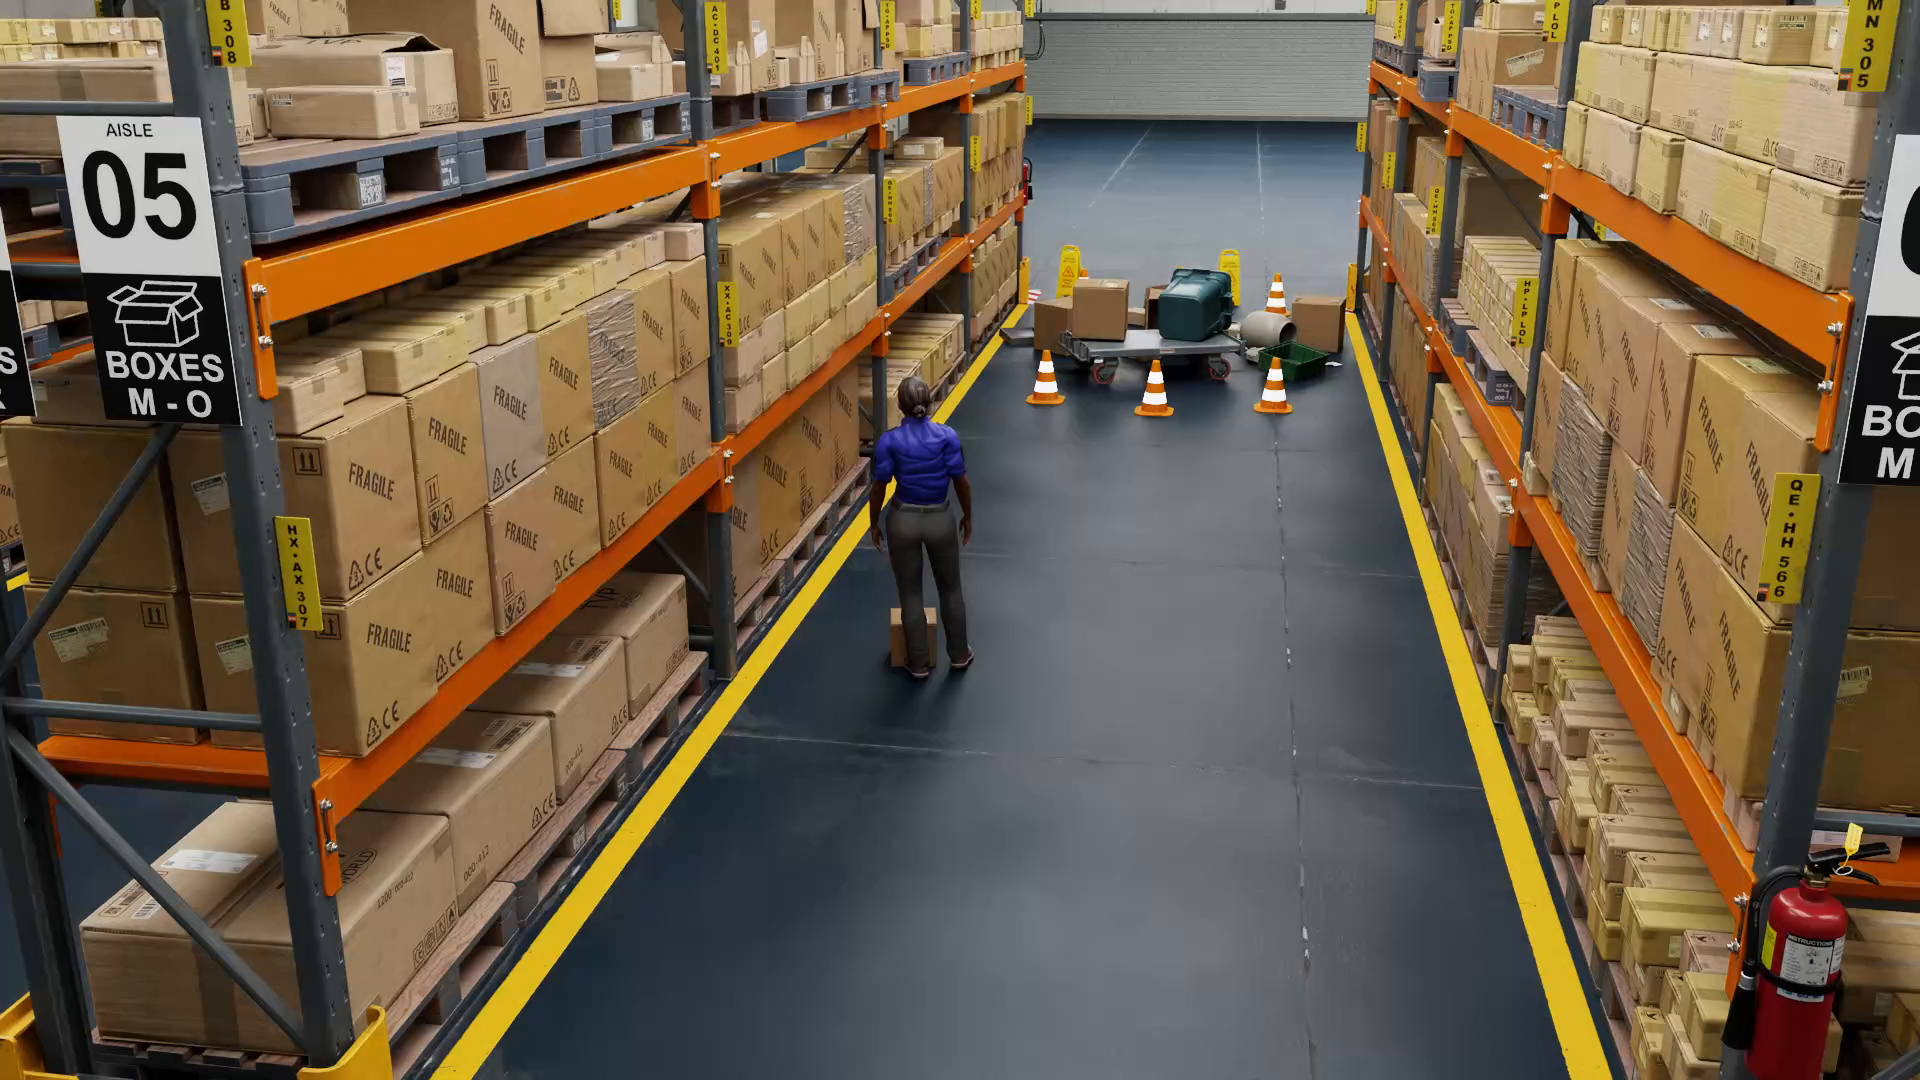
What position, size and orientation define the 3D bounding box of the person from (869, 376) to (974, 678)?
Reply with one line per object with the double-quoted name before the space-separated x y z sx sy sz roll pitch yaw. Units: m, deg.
"person" -0.195 -0.082 8.789 0.570 1.656 0.503 -1 18 -4
